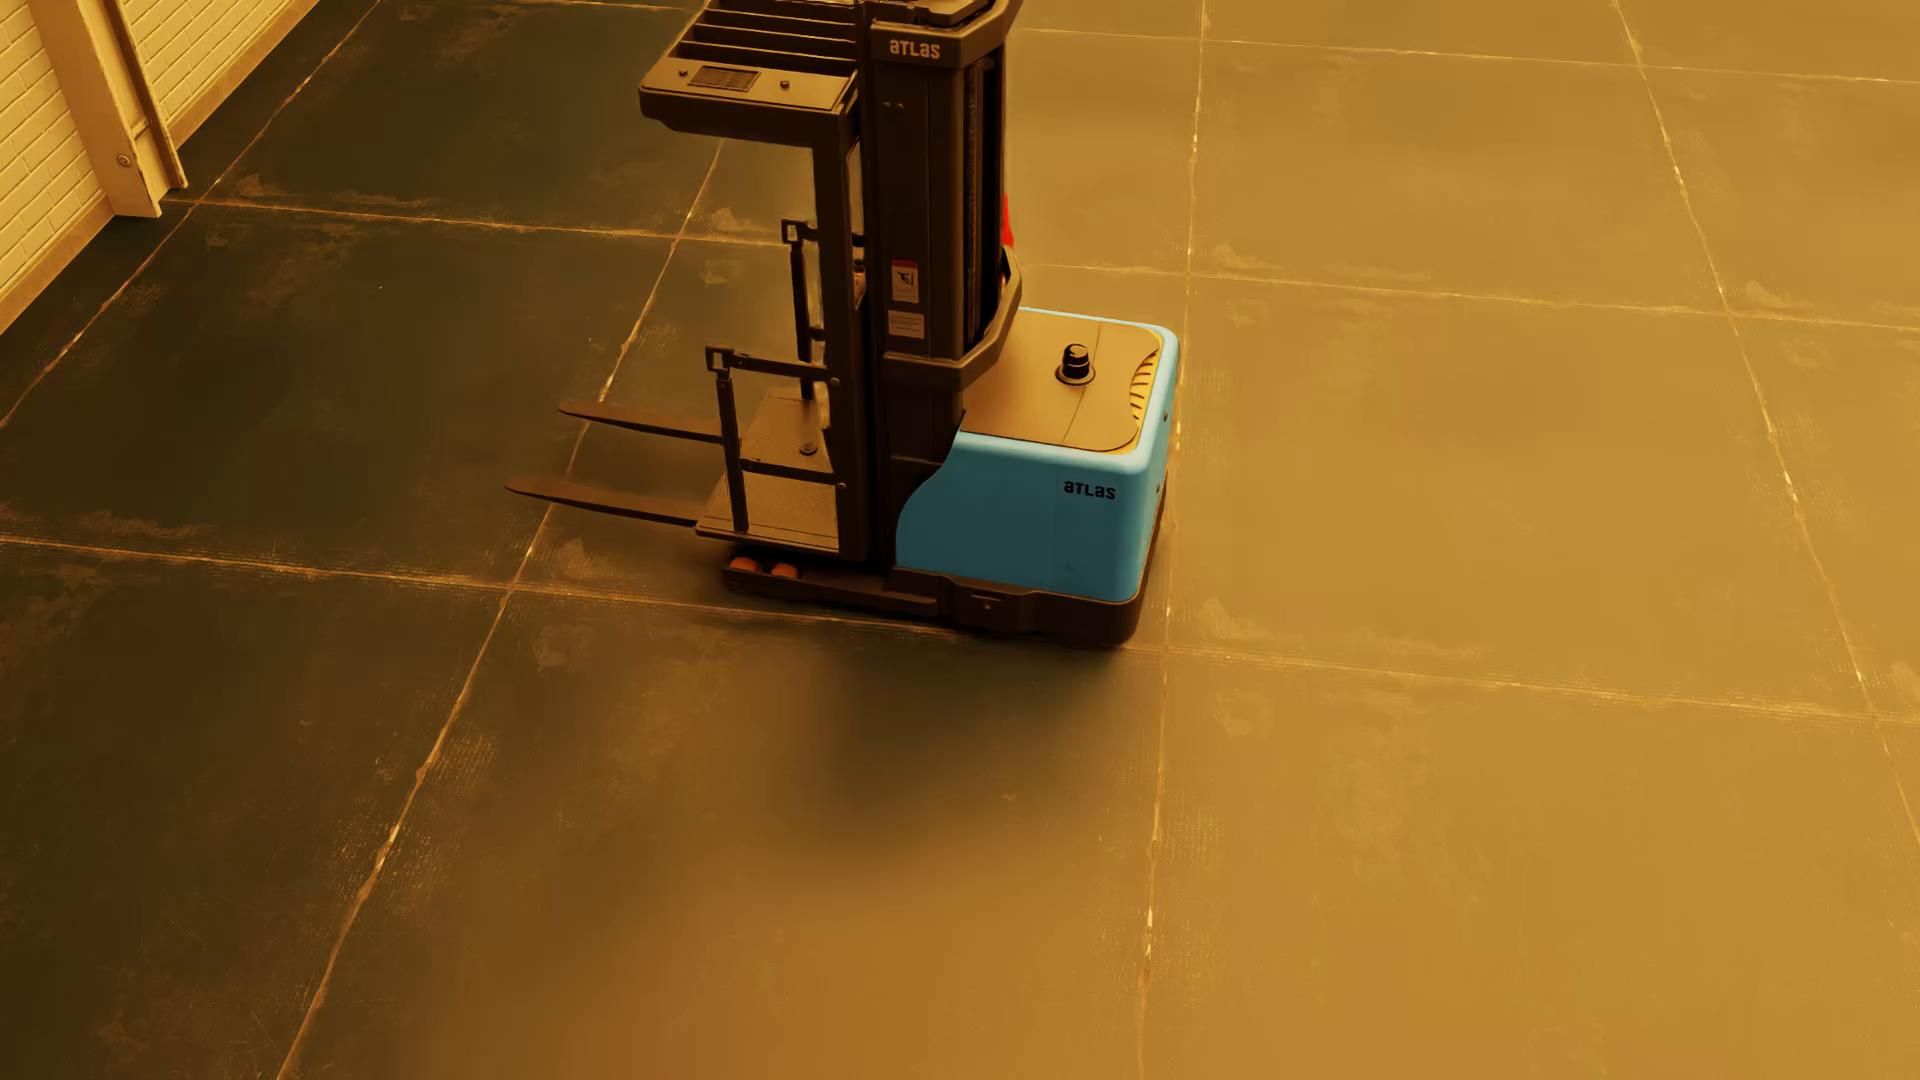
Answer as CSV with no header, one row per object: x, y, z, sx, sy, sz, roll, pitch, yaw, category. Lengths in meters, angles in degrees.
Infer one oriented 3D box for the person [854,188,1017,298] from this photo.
-0.196,-1.184,8.015,1.097,1.428,1.045,4,43,4,person

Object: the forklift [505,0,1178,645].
-0.599,-1.145,6.971,3.031,2.935,1.130,9,43,10,forklift
